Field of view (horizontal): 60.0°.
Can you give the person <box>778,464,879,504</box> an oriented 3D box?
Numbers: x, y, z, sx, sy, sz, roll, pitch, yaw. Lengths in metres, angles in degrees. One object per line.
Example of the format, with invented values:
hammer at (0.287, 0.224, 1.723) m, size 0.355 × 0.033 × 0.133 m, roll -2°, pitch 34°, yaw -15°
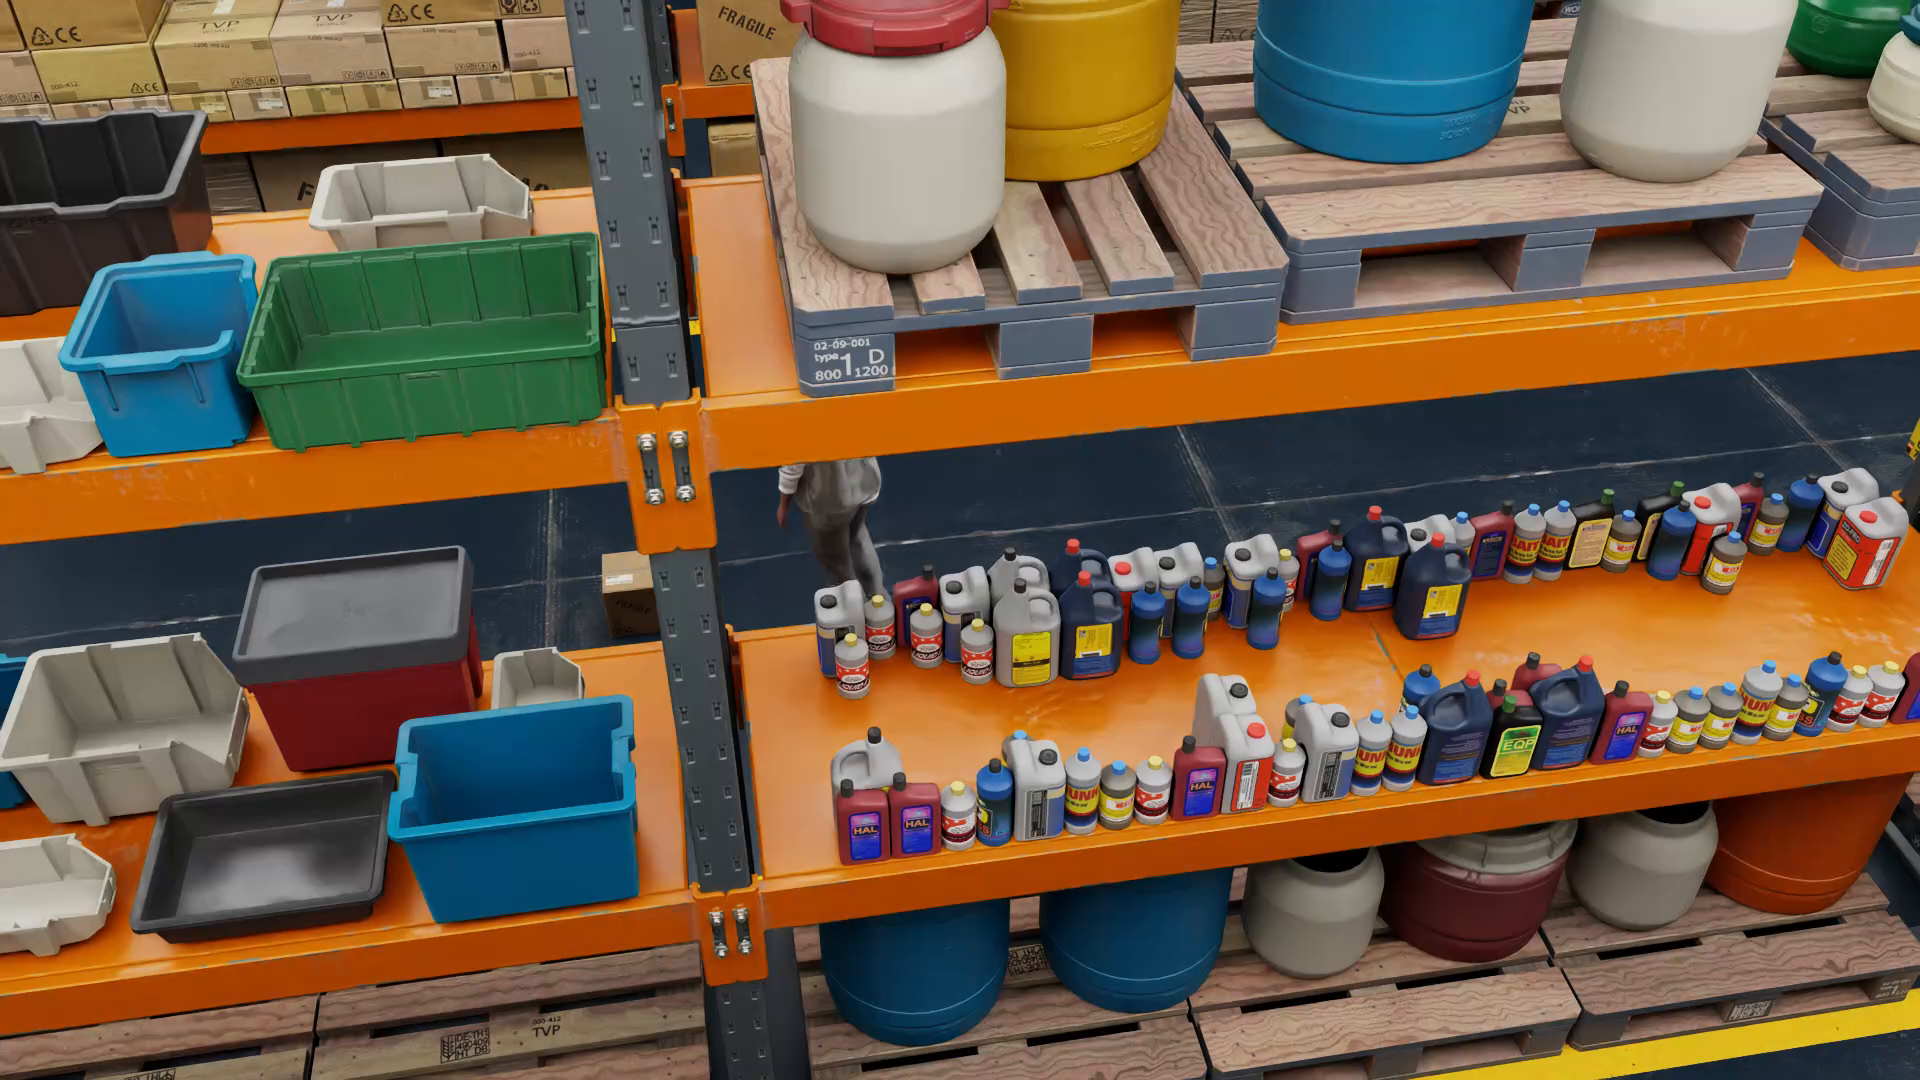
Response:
person at (-0.478, -0.400, 6.169) m, size 0.301 × 0.552 × 0.443 m, roll 29°, pitch 48°, yaw 31°
